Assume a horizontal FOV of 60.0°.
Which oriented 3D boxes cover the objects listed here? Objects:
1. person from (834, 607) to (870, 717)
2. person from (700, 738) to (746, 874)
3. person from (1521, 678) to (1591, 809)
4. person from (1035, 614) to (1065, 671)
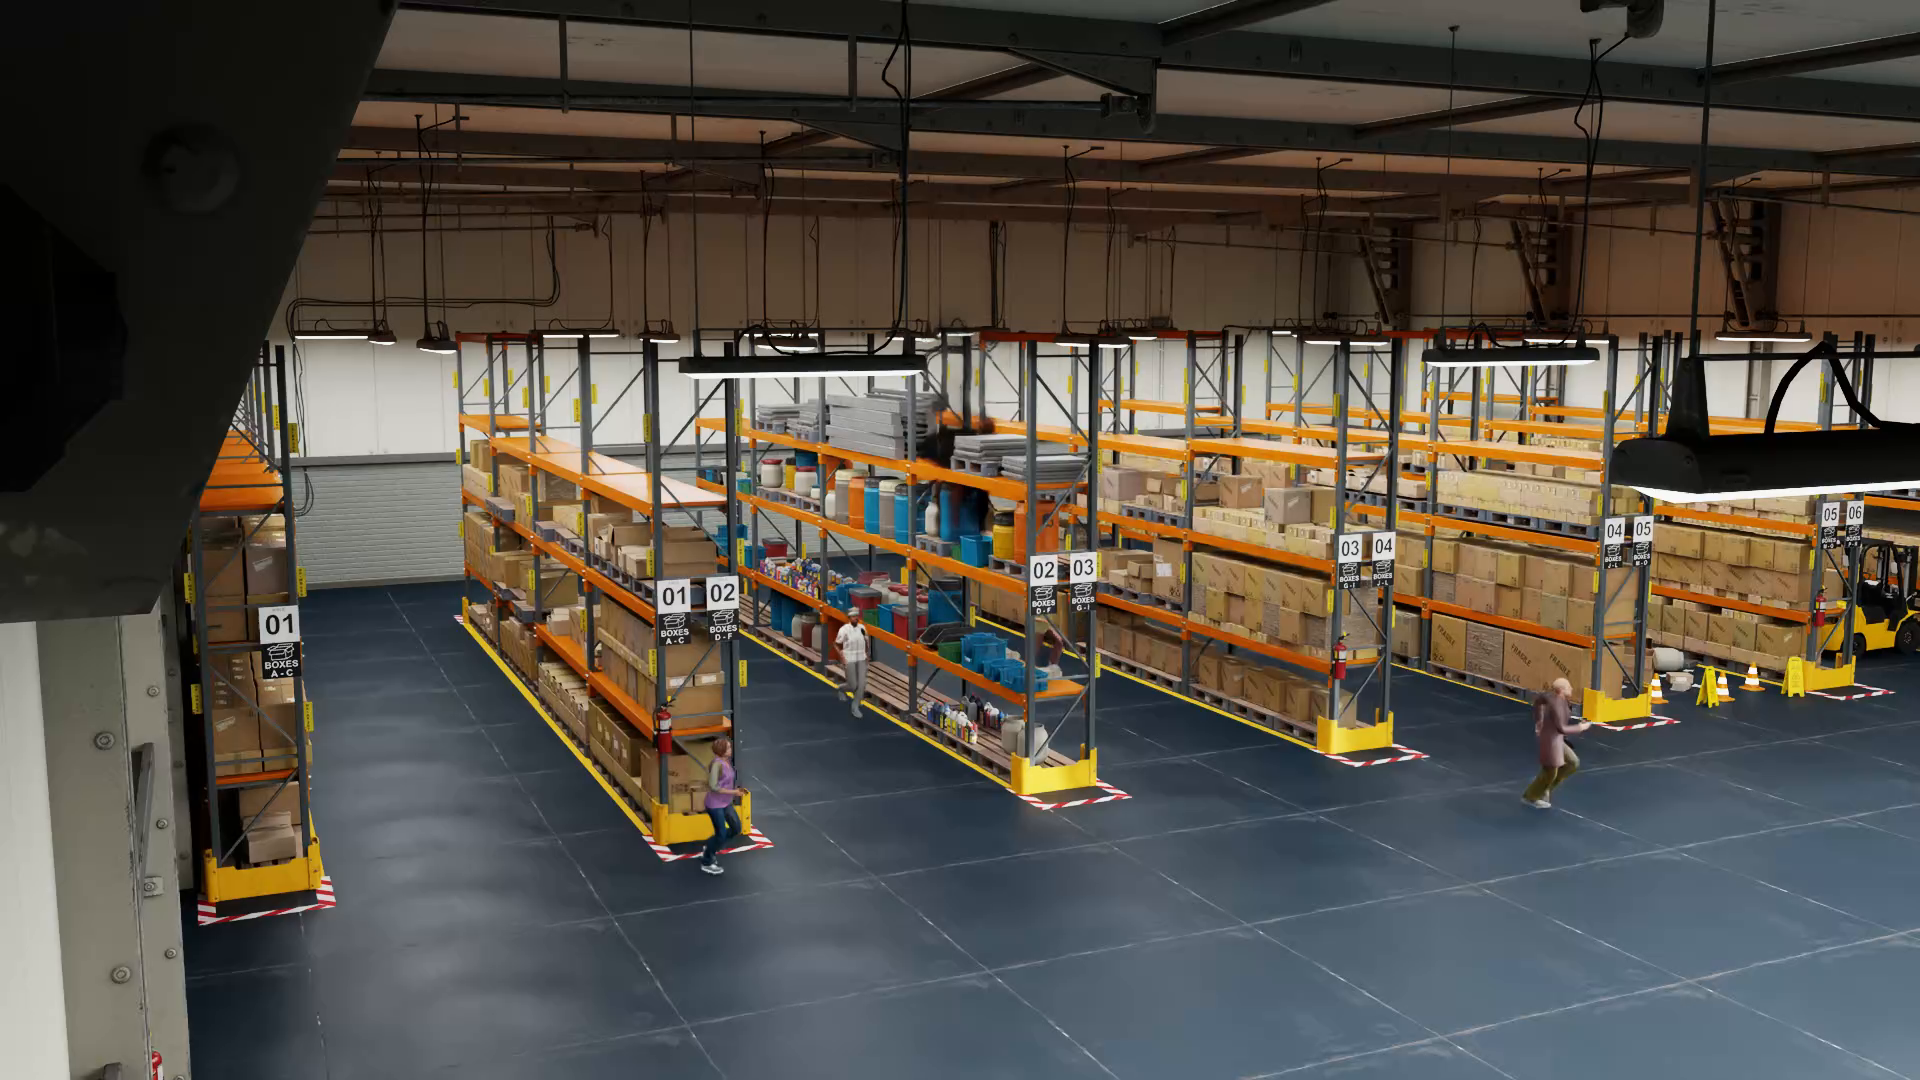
[{"bbox_3d":[-1.627,1.828,25.294,0.582,1.676,0.577,-4,9,-27],"label":"person"},{"bbox_3d":[-2.673,3.014,18.911,0.584,1.566,0.577,1,8,11],"label":"person"},{"bbox_3d":[7.632,2.602,21.285,0.793,1.726,0.759,2,8,17],"label":"person"},{"bbox_3d":[1.428,1.580,28.879,0.529,1.634,0.908,-4,9,-27],"label":"person"}]
